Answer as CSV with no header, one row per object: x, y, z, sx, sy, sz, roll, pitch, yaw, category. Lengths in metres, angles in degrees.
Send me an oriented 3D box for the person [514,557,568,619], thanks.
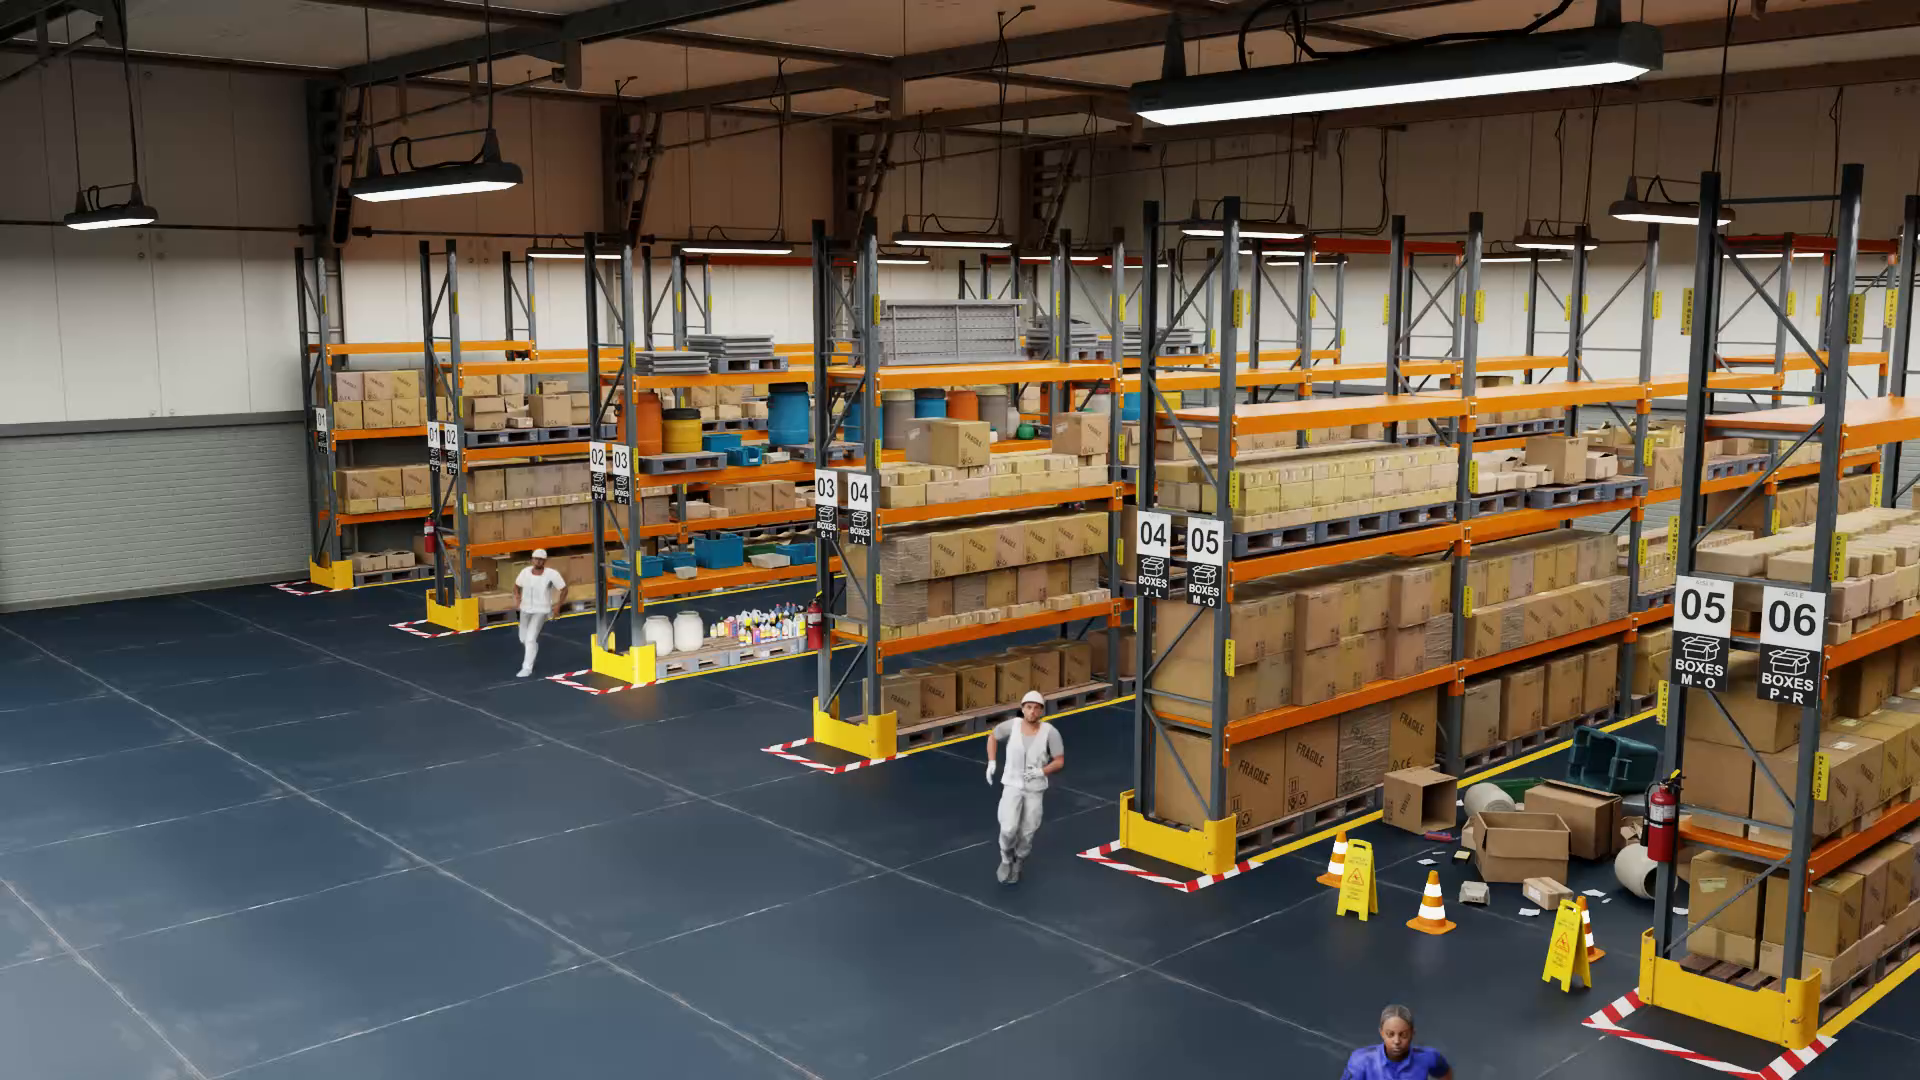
-5.790,0.609,22.757,0.763,0.918,0.388,1,8,9,person

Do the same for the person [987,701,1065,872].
0.576,2.176,14.565,0.673,1.640,0.600,0,8,0,person

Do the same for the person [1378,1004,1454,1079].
2.205,3.072,8.490,0.593,1.544,0.839,2,9,13,person
